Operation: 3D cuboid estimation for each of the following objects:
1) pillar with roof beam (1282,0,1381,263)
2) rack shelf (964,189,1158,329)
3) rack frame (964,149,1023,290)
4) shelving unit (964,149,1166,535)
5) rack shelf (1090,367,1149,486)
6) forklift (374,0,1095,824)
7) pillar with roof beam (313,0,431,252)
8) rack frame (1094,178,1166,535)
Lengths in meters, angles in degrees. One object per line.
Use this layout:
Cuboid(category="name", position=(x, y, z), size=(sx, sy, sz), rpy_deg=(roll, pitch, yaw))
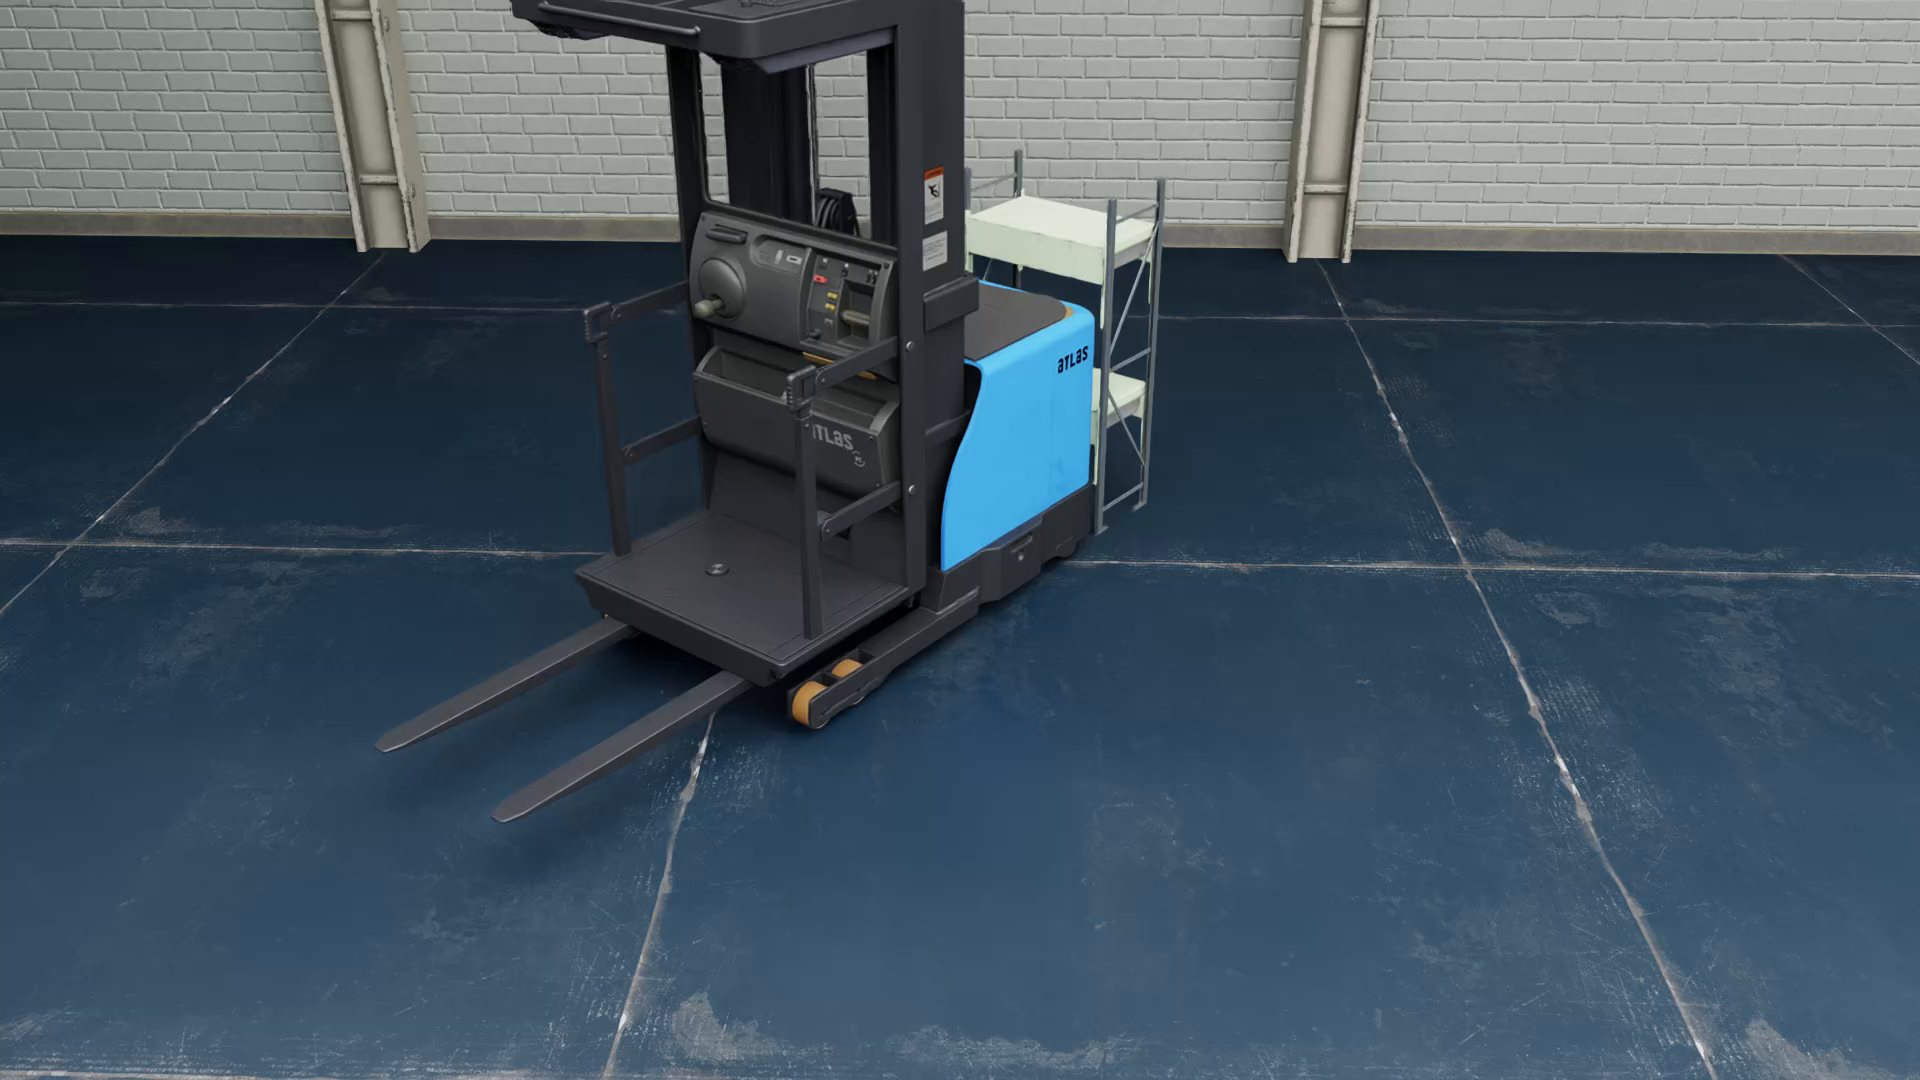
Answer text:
Cuboid(category="pillar with roof beam", position=(2.140, -3.800, 4.811), size=(0.400, 9.000, 9.100), rpy_deg=(1, 28, 2))
Cuboid(category="rack shelf", position=(0.431, -1.210, 7.098), size=(0.720, 0.370, 0.431), rpy_deg=(20, 34, 33))
Cuboid(category="rack frame", position=(0.142, -0.971, 7.480), size=(0.023, 1.500, 0.400), rpy_deg=(20, 34, 33))
Cuboid(category="shelving unit", position=(0.431, -0.865, 7.280), size=(0.755, 1.500, 0.431), rpy_deg=(20, 34, 33))
Cuboid(category="rack shelf", position=(0.431, -0.577, 7.433), size=(0.720, 0.370, 0.431), rpy_deg=(20, 34, 33))
Cuboid(category="forklift", position=(-0.741, -0.880, 5.780), size=(1.130, 2.935, 3.031), rpy_deg=(20, 34, 33))
Cuboid(category="pillar with roof beam", position=(-3.856, -3.899, 4.998), size=(0.400, 9.000, 9.100), rpy_deg=(1, 28, 2))
Cuboid(category="rack frame", position=(0.719, -0.759, 7.081), size=(0.023, 1.500, 0.400), rpy_deg=(20, 34, 33))
